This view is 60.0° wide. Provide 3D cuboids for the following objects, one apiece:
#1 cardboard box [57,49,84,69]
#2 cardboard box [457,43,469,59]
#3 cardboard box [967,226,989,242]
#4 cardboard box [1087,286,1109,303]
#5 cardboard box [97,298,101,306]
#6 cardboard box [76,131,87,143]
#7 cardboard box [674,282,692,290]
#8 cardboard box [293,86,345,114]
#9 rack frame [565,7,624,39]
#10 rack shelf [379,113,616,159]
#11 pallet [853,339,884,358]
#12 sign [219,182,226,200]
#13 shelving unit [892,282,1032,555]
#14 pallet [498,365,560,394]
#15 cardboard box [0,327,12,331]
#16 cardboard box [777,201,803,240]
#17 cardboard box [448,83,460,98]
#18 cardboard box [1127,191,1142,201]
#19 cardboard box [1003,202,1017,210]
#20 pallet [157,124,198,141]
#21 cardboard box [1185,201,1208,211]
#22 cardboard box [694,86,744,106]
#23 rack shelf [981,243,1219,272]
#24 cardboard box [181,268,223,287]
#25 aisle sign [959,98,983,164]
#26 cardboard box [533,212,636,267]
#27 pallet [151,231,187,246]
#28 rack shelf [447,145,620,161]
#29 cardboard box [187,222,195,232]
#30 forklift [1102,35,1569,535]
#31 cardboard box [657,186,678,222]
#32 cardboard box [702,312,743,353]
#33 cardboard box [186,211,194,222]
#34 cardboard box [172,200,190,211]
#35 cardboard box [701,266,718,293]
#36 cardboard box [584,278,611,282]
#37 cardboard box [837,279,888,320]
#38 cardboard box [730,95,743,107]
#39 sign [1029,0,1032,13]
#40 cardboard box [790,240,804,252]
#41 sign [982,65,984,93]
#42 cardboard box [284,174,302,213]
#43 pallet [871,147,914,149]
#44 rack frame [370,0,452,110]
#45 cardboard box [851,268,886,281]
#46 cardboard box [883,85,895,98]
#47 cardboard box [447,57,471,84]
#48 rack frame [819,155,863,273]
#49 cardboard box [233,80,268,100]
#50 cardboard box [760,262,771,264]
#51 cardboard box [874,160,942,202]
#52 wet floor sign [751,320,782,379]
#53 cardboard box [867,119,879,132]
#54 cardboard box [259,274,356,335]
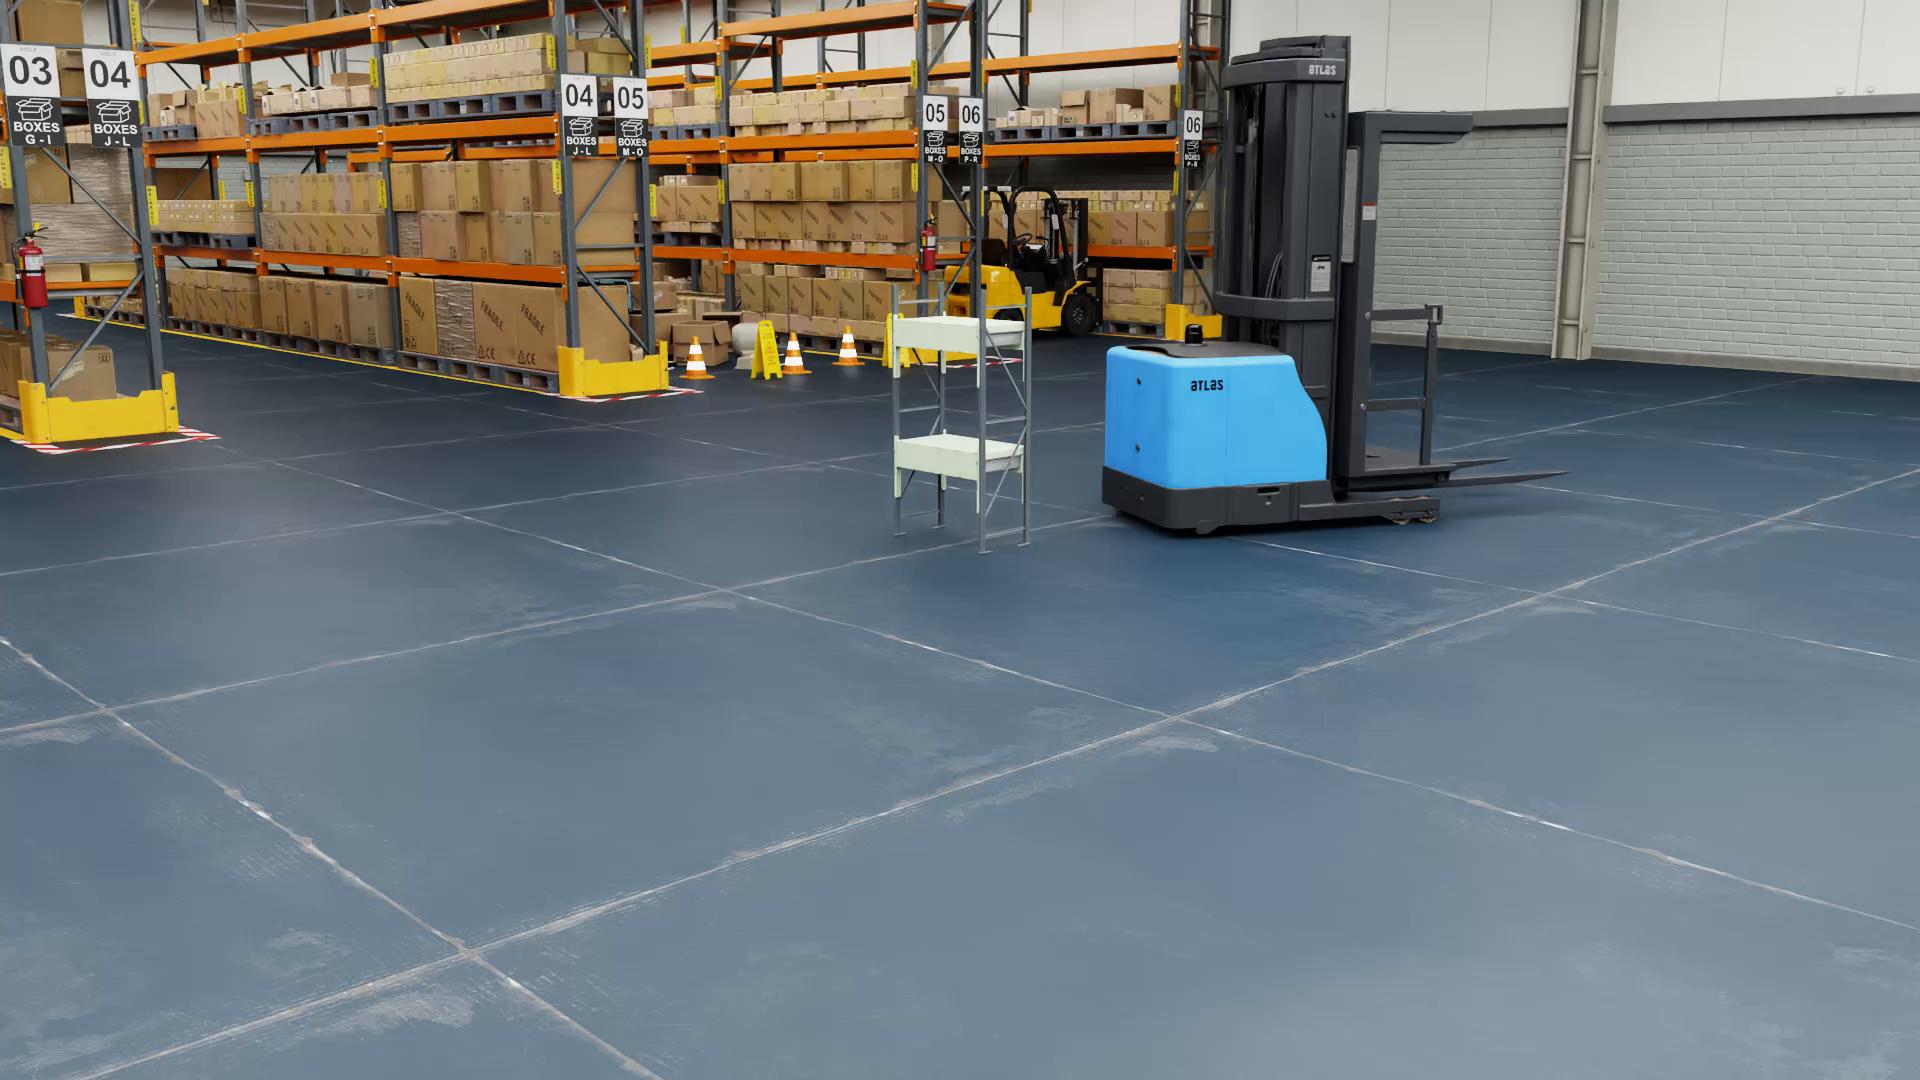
[{"bbox_3d":[-7.322,-4.021,13.943,0.380,0.149,0.250,-11,16,-43],"label":"cardboard box"},{"bbox_3d":[-5.174,-5.250,17.882,0.380,0.149,0.250,-11,16,-42],"label":"cardboard box"},{"bbox_3d":[0.156,-4.978,27.011,0.500,0.250,0.500,-10,16,-41],"label":"cardboard box"},{"bbox_3d":[2.183,-3.709,25.015,0.500,0.250,0.500,-11,16,-44],"label":"cardboard box"},{"bbox_3d":[-14.321,-4.030,28.065,0.380,0.149,0.250,-11,16,-43],"label":"cardboard box"},{"bbox_3d":[-14.206,-6.586,27.382,0.500,0.250,0.500,-10,15,-41],"label":"cardboard box"},{"bbox_3d":[-5.429,-5.032,32.924,0.250,0.149,0.380,11,16,43],"label":"cardboard box"},{"bbox_3d":[-8.126,-5.597,21.144,0.500,0.311,0.500,-11,16,-44],"label":"cardboard box"},{"bbox_3d":[-5.657,-7.844,25.684,1.000,3.000,0.127,-11,16,-43],"label":"rack frame"},{"bbox_3d":[-5.024,-4.442,18.390,1.077,0.370,4.000,-11,16,-43],"label":"rack shelf"},{"bbox_3d":[-0.720,-2.507,21.557,1.003,0.211,1.213,-11,16,-43],"label":"pallet"},{"bbox_3d":[-11.530,-5.430,25.965,0.100,0.325,0.005,-11,16,-43],"label":"sign"},{"bbox_3d":[0.005,-0.734,9.755,0.431,1.500,0.755,-11,16,-43],"label":"shelving unit"},{"bbox_3d":[-4.251,-1.774,17.998,1.003,0.211,1.213,-11,16,-43],"label":"pallet"},{"bbox_3d":[-9.815,-1.859,16.653,0.500,0.500,0.500,11,16,43],"label":"cardboard box"},{"bbox_3d":[-2.091,-4.269,22.211,0.500,0.500,0.500,-11,16,-43],"label":"cardboard box"},{"bbox_3d":[-5.349,-4.896,18.141,0.380,0.149,0.250,-11,16,-42],"label":"cardboard box"},{"bbox_3d":[2.662,-5.032,24.309,0.380,0.149,0.250,-10,16,-41],"label":"cardboard box"},{"bbox_3d":[0.903,-5.260,26.154,0.380,0.149,0.250,-10,16,-41],"label":"cardboard box"},{"bbox_3d":[-10.862,-5.906,24.178,1.213,0.211,1.003,-11,16,-43],"label":"pallet"},{"bbox_3d":[3.409,-4.883,24.323,0.250,0.149,0.380,11,16,44],"label":"cardboard box"},{"bbox_3d":[-3.387,-6.235,23.400,0.500,0.250,0.500,-10,16,-41],"label":"cardboard box"},{"bbox_3d":[2.074,-4.370,25.472,1.077,0.370,4.000,-11,16,-43],"label":"rack shelf"},{"bbox_3d":[-11.241,-3.912,24.760,0.500,0.250,0.500,-10,16,-41],"label":"cardboard box"},{"bbox_3d":[0.135,-5.046,20.526,0.394,0.787,0.004,-11,16,-43],"label":"aisle sign"},{"bbox_3d":[-3.931,-3.155,17.420,0.875,0.550,0.550,-11,16,-43],"label":"cardboard box"},{"bbox_3d":[-11.507,-4.559,25.083,1.003,0.211,1.213,-11,16,-43],"label":"pallet"},{"bbox_3d":[-7.038,-6.315,27.476,1.077,0.370,4.000,-11,16,-43],"label":"rack shelf"},{"bbox_3d":[-10.913,-4.519,23.994,0.250,0.149,0.380,11,16,43],"label":"cardboard box"},{"bbox_3d":[2.490,-1.627,10.543,3.031,2.935,1.130,-4,12,-19],"label":"forklift"},{"bbox_3d":[-4.075,-4.906,24.266,0.500,0.500,0.500,-10,15,-41],"label":"cardboard box"},{"bbox_3d":[-3.139,-2.753,22.029,0.500,0.500,0.500,-1,12,-4],"label":"cardboard box"},{"bbox_3d":[-10.908,-4.664,23.960,0.380,0.149,0.250,-11,16,-44],"label":"cardboard box"},{"bbox_3d":[-11.270,-4.886,24.300,0.380,0.149,0.250,-11,16,-43],"label":"cardboard box"},{"bbox_3d":[-4.660,-5.061,32.198,0.500,0.500,0.500,-10,15,-40],"label":"cardboard box"},{"bbox_3d":[-6.074,-4.183,27.007,0.875,0.875,0.875,-11,16,-43],"label":"cardboard box"},{"bbox_3d":[-1.237,-3.121,21.541,0.500,0.500,0.500,-10,15,-40],"label":"cardboard box"},{"bbox_3d":[-2.913,-5.967,22.654,0.380,0.149,0.250,-11,16,-44],"label":"cardboard box"},{"bbox_3d":[1.111,-8.561,26.458,0.100,0.325,0.005,-11,16,-43],"label":"sign"},{"bbox_3d":[-2.032,-3.920,22.129,0.380,0.149,0.250,-11,16,-42],"label":"cardboard box"},{"bbox_3d":[0.260,-5.711,20.599,0.100,0.325,0.005,-11,16,-43],"label":"sign"},{"bbox_3d":[-8.514,-4.599,22.077,0.700,0.500,0.500,-11,16,-43],"label":"cardboard box"},{"bbox_3d":[-0.762,-6.725,28.156,1.003,0.211,1.213,-10,15,-40],"label":"pallet"},{"bbox_3d":[-6.405,-6.556,19.431,1.000,3.000,0.127,-11,16,-43],"label":"rack frame"},{"bbox_3d":[-1.176,-3.407,21.322,0.380,0.149,0.250,-10,15,-41],"label":"cardboard box"},{"bbox_3d":[-0.729,-5.526,20.513,0.380,0.149,0.250,-11,16,-42],"label":"cardboard box"},{"bbox_3d":[-5.221,-5.082,18.059,0.500,0.250,0.500,-11,16,-42],"label":"cardboard box"},{"bbox_3d":[-2.069,-5.598,29.650,1.000,3.000,0.127,-11,16,-43],"label":"rack frame"},{"bbox_3d":[-9.634,-6.117,22.591,0.396,0.266,0.258,-11,16,-43],"label":"cardboard box"},{"bbox_3d":[-3.489,-5.131,30.931,0.250,0.149,0.380,11,16,42],"label":"cardboard box"},{"bbox_3d":[-0.643,-4.467,20.696,0.500,0.500,0.700,11,16,44],"label":"cardboard box"},{"bbox_3d":[-2.190,-2.152,18.759,0.232,0.644,0.267,8,14,35],"label":"wet floor sign"},{"bbox_3d":[-0.935,-5.173,20.774,0.380,0.149,0.250,-10,15,-41],"label":"cardboard box"},{"bbox_3d":[-8.812,-3.204,22.562,1.050,0.750,0.750,-11,16,-43],"label":"cardboard box"}]
